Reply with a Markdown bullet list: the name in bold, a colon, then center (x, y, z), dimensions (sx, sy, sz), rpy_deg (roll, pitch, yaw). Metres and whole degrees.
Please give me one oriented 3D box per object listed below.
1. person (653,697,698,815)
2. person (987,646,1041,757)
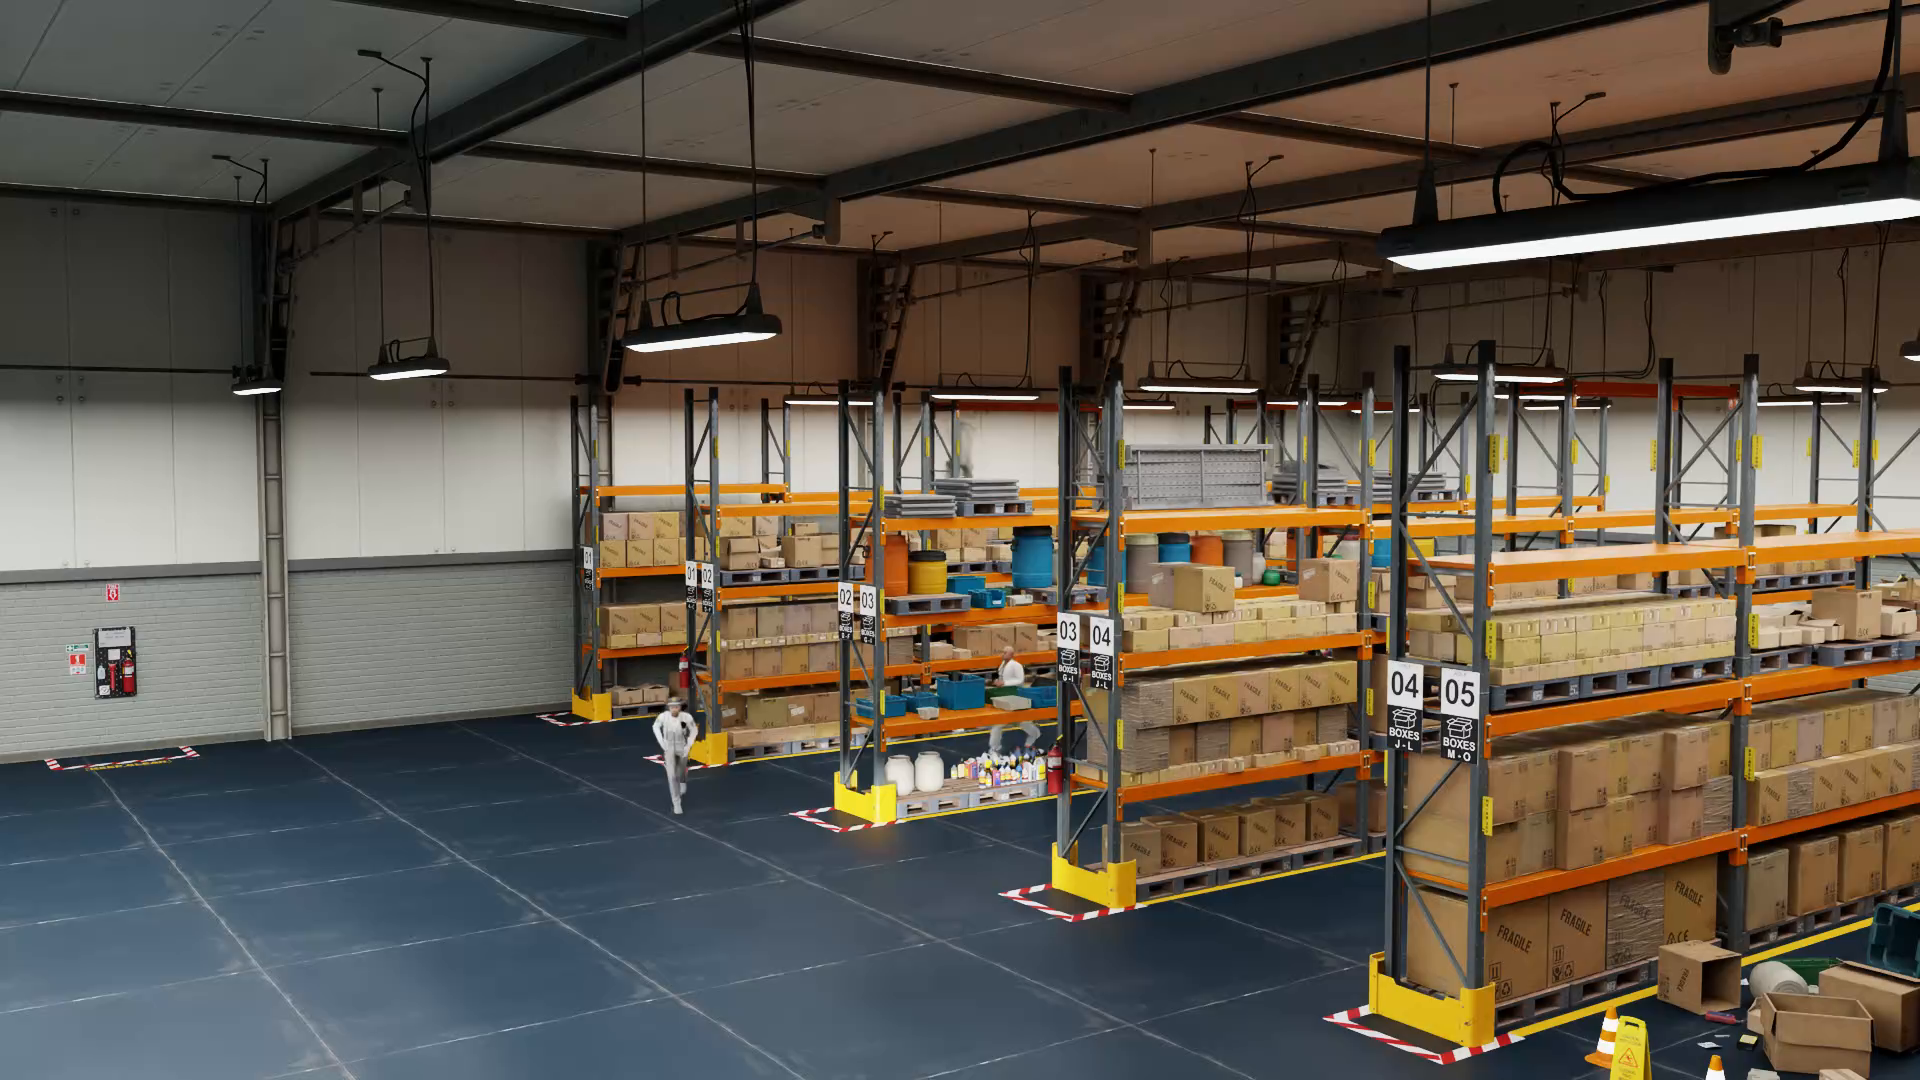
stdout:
- **person**: center (-3.984, 2.955, 23.348), dimensions (0.625, 1.625, 0.947), rpy_deg (0, 3, -2)
- **person**: center (0.882, 2.654, 27.331), dimensions (1.064, 1.842, 0.653), rpy_deg (-3, 5, -42)
